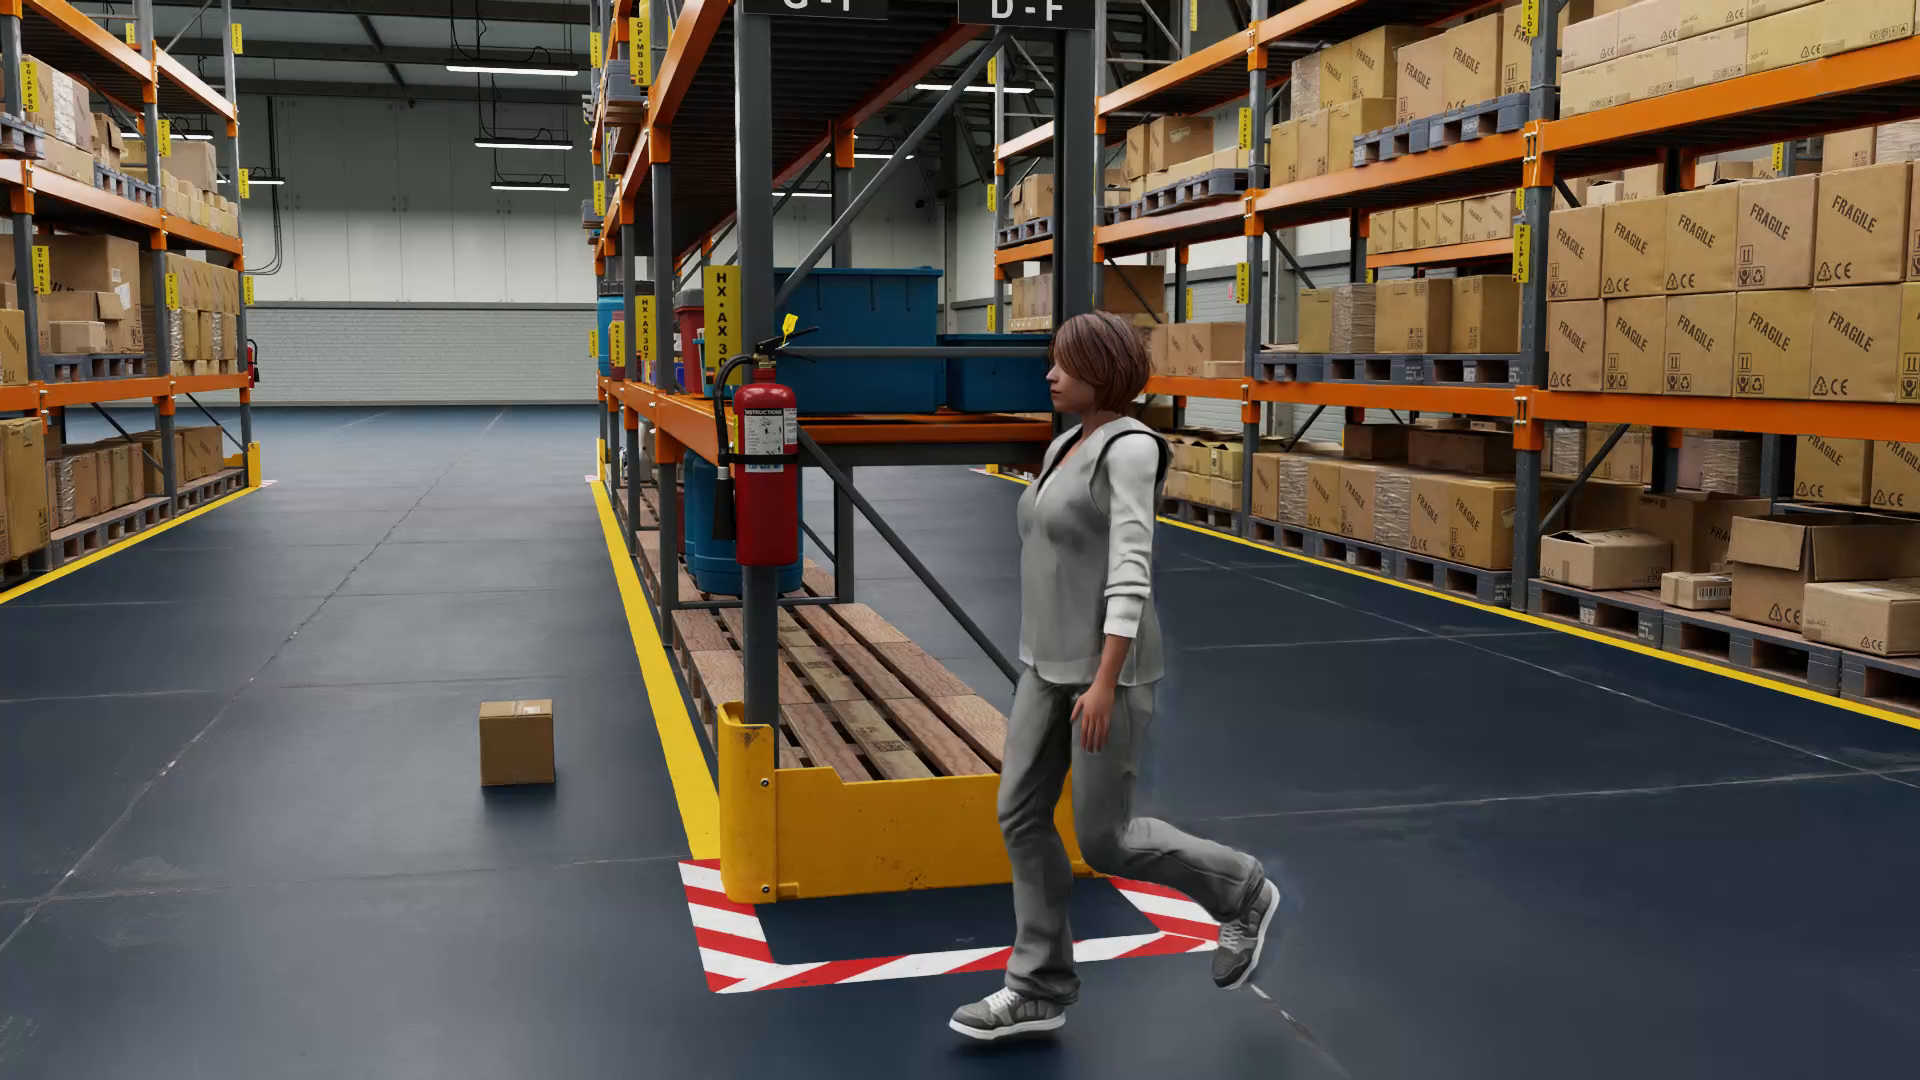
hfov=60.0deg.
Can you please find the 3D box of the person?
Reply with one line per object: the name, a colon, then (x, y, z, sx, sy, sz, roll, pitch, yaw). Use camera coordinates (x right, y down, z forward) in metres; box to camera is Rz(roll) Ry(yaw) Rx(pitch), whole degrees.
person: (0.334, 0.290, 3.628, 0.747, 1.569, 0.447, -3, 7, -22)
